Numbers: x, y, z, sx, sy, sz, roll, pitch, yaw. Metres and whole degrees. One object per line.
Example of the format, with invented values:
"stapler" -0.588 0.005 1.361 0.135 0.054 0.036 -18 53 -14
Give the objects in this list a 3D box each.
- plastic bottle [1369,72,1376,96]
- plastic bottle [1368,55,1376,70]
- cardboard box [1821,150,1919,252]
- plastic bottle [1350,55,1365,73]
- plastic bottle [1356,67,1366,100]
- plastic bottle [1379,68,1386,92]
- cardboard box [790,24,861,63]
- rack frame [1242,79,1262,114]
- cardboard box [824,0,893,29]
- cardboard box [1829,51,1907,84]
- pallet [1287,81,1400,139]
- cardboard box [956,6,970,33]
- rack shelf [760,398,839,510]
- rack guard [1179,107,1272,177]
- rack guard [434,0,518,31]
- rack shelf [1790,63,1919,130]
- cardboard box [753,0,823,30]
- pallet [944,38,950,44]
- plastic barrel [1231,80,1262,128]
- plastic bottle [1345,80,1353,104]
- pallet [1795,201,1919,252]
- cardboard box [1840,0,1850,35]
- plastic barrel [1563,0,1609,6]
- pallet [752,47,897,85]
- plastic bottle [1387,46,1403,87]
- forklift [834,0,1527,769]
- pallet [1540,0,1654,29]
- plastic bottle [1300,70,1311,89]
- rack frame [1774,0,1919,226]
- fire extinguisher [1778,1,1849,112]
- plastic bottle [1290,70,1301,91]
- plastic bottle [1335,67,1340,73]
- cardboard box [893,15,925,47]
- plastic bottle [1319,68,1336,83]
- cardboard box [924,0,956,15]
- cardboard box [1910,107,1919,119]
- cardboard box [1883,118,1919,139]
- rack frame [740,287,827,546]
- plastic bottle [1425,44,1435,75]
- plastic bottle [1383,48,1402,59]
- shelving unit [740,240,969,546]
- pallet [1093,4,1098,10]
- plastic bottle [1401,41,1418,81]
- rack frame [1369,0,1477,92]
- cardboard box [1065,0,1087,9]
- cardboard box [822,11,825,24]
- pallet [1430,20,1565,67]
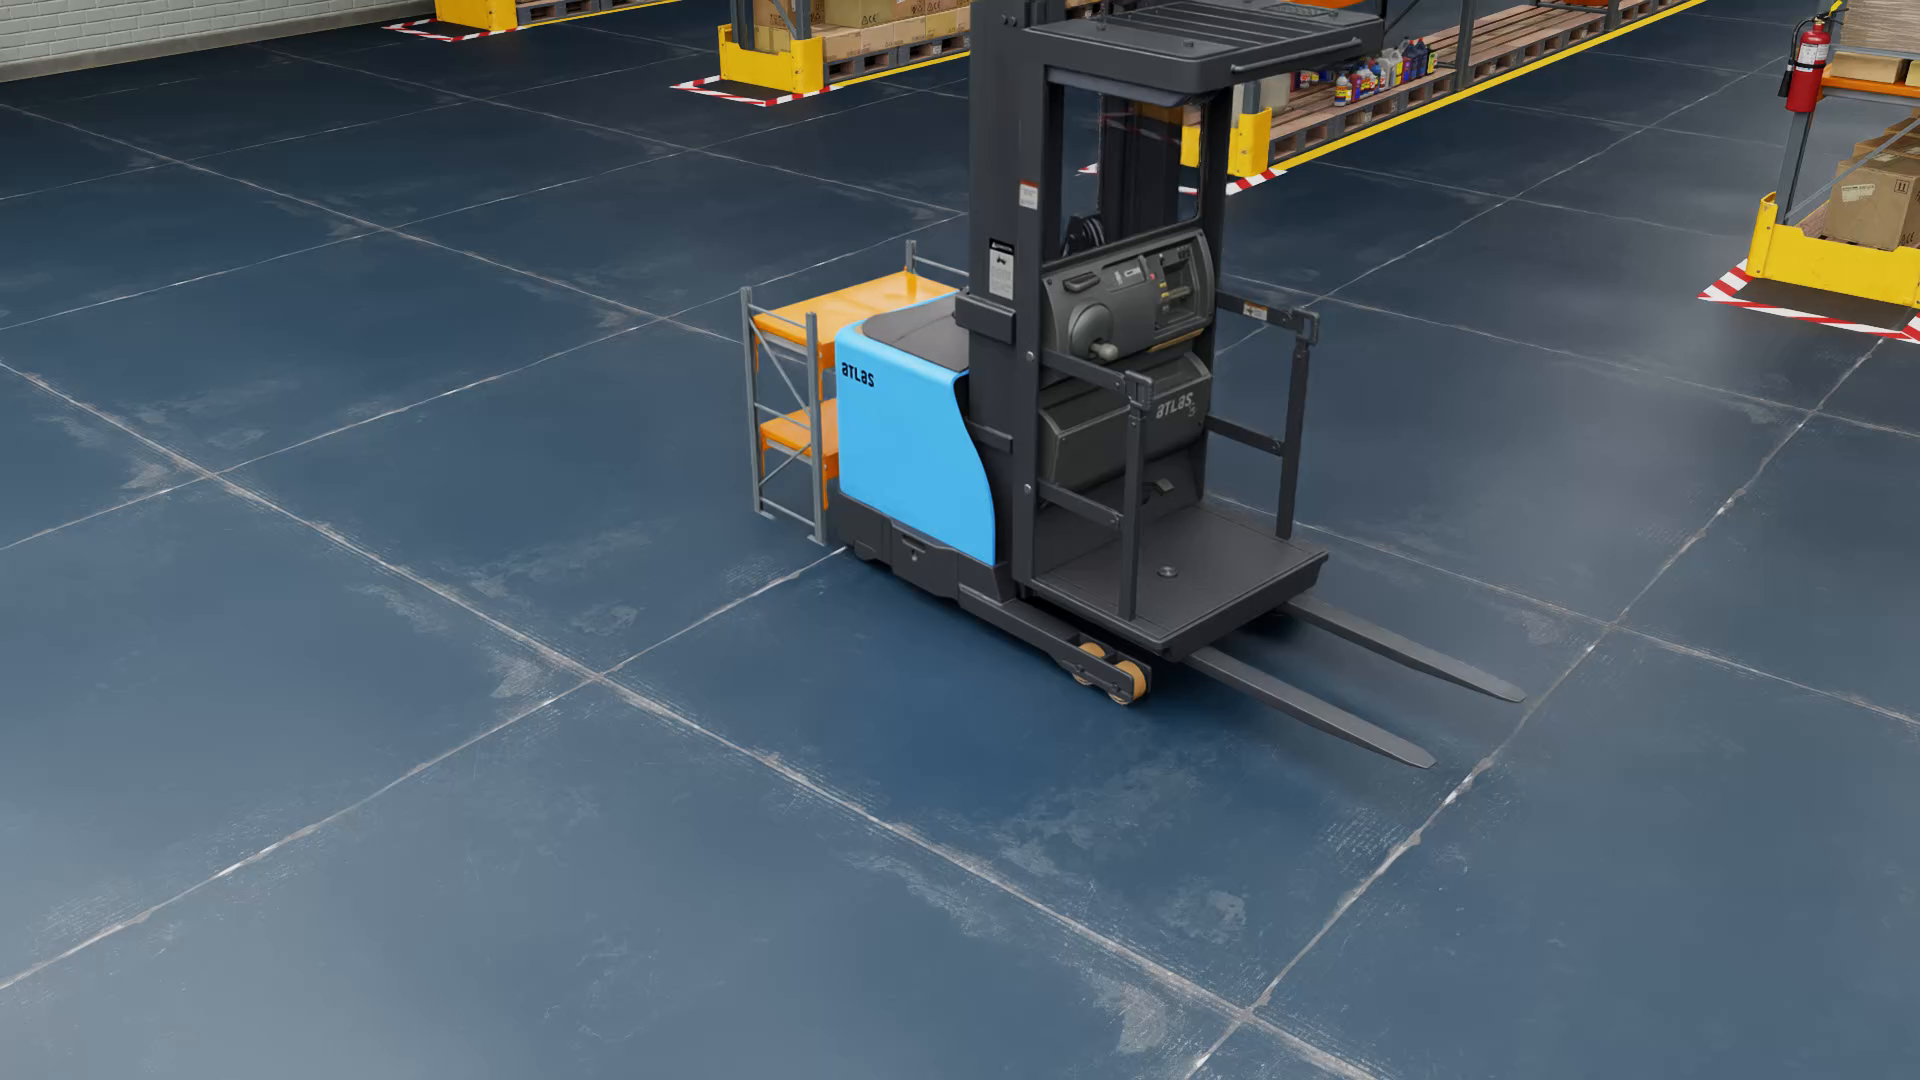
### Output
"plastic bottle" 3.702 -4.130 15.036 0.097 0.201 0.097 0 27 0
"plastic bottle" 3.805 -4.320 15.314 0.061 0.283 0.133 21 34 34
"cardboard box" 6.196 -2.279 11.154 0.500 0.500 0.500 -21 34 -35
"plastic bottle" 3.786 -4.664 15.905 0.144 0.351 0.185 21 34 34
"plastic bottle" 3.576 -4.090 14.883 0.097 0.271 0.097 0 27 0
"plastic bottle" 3.833 -4.203 15.176 0.097 0.201 0.097 0 27 0
"cardboard box" -1.343 -4.973 16.634 0.500 0.250 0.500 21 34 34
"rack frame" 1.964 -4.434 13.056 1.000 3.000 0.127 21 34 34
"cardboard box" -1.026 -5.484 16.805 0.500 0.500 0.500 21 34 34
"cardboard box" 5.808 -3.036 10.627 0.380 0.149 0.250 21 34 34
"pallet" 3.273 -3.953 15.161 1.003 0.211 1.213 21 34 34
"cardboard box" -0.070 -5.682 18.004 0.500 0.250 0.500 21 34 34
"rack shelf" -0.443 -0.506 8.036 1.000 0.278 0.538 -24 36 -38
"rack guard" 1.976 -3.364 13.709 1.175 0.500 0.348 21 34 34
"rack guard" -5.632 -6.246 19.279 1.175 0.500 0.348 21 34 34
"rack shelf" 7.058 -3.376 11.794 1.077 0.370 4.000 21 34 34
"cardboard box" -1.744 -5.458 16.755 0.500 0.500 0.500 21 34 34
"pallet" 0.150 -5.793 18.717 1.003 0.211 1.213 21 34 34
"plastic barrel" 2.324 -3.771 14.025 0.421 0.512 0.421 0 27 0
"plastic bottle" 3.424 -3.975 14.735 0.097 0.201 0.097 0 27 0
"pallet" 6.378 -2.052 11.487 1.003 0.211 1.213 21 34 34
"cardboard box" 6.382 -3.562 10.938 0.875 0.500 0.500 21 34 34
"plastic barrel" 7.351 -6.671 19.286 0.600 0.830 0.708 21 34 34
"pallet" -1.402 -4.928 17.045 1.003 0.211 1.213 21 34 34
"plastic bottle" 3.994 -4.376 15.348 0.144 0.351 0.185 21 34 34
"forklift" 0.816 -0.926 6.350 1.130 2.935 3.031 -23 35 -38
"pallet" 7.522 -6.323 19.743 1.003 0.211 1.213 21 34 34
"plastic bottle" 3.172 -4.266 15.299 0.097 0.201 0.097 0 27 0
"rack frame" 5.786 -2.986 10.258 1.000 3.000 0.127 21 34 34
"fire extinguisher" 5.358 -3.046 10.457 0.296 0.674 0.183 21 34 34
"plastic bottle" 3.058 -4.252 15.183 0.061 0.283 0.133 21 34 34
"plastic bottle" 3.555 -4.639 15.857 0.144 0.351 0.185 19 33 32
"cardboard box" -0.709 -5.328 17.321 0.500 0.250 0.500 21 34 34
"plastic bottle" 3.415 -4.421 15.516 0.152 0.276 0.135 21 34 34
"cardboard box" -0.387 -5.837 17.488 0.500 0.500 0.500 21 34 34
"cardboard box" 7.687 -3.145 12.828 0.500 0.500 0.500 -16 31 -28
"cardboard box" 6.963 -2.717 12.001 0.500 0.500 0.500 25 36 39
"rack frame" -0.805 -0.560 7.608 0.032 1.125 0.500 -24 36 -38
"plastic bottle" 4.457 -4.574 15.804 0.061 0.283 0.133 23 35 37
"plastic bottle" 4.069 -4.491 15.653 0.152 0.276 0.135 21 34 34
"shelving unit" -0.443 -0.723 7.924 1.048 1.125 0.538 -24 36 -38
"pallet" 1.903 -6.769 20.606 1.003 0.211 1.213 21 34 34
"plastic bottle" 4.199 -4.490 15.569 0.144 0.351 0.185 19 33 32
"rack frame" 4.508 -5.852 15.797 1.000 3.000 0.127 21 34 34
"cardboard box" 1.136 -6.337 19.270 0.500 0.250 0.500 20 33 33
"cardboard box" -1.434 -5.305 17.276 0.500 0.250 0.500 21 34 34
"pallet" 5.754 -5.338 17.838 1.003 0.211 1.213 21 34 34
